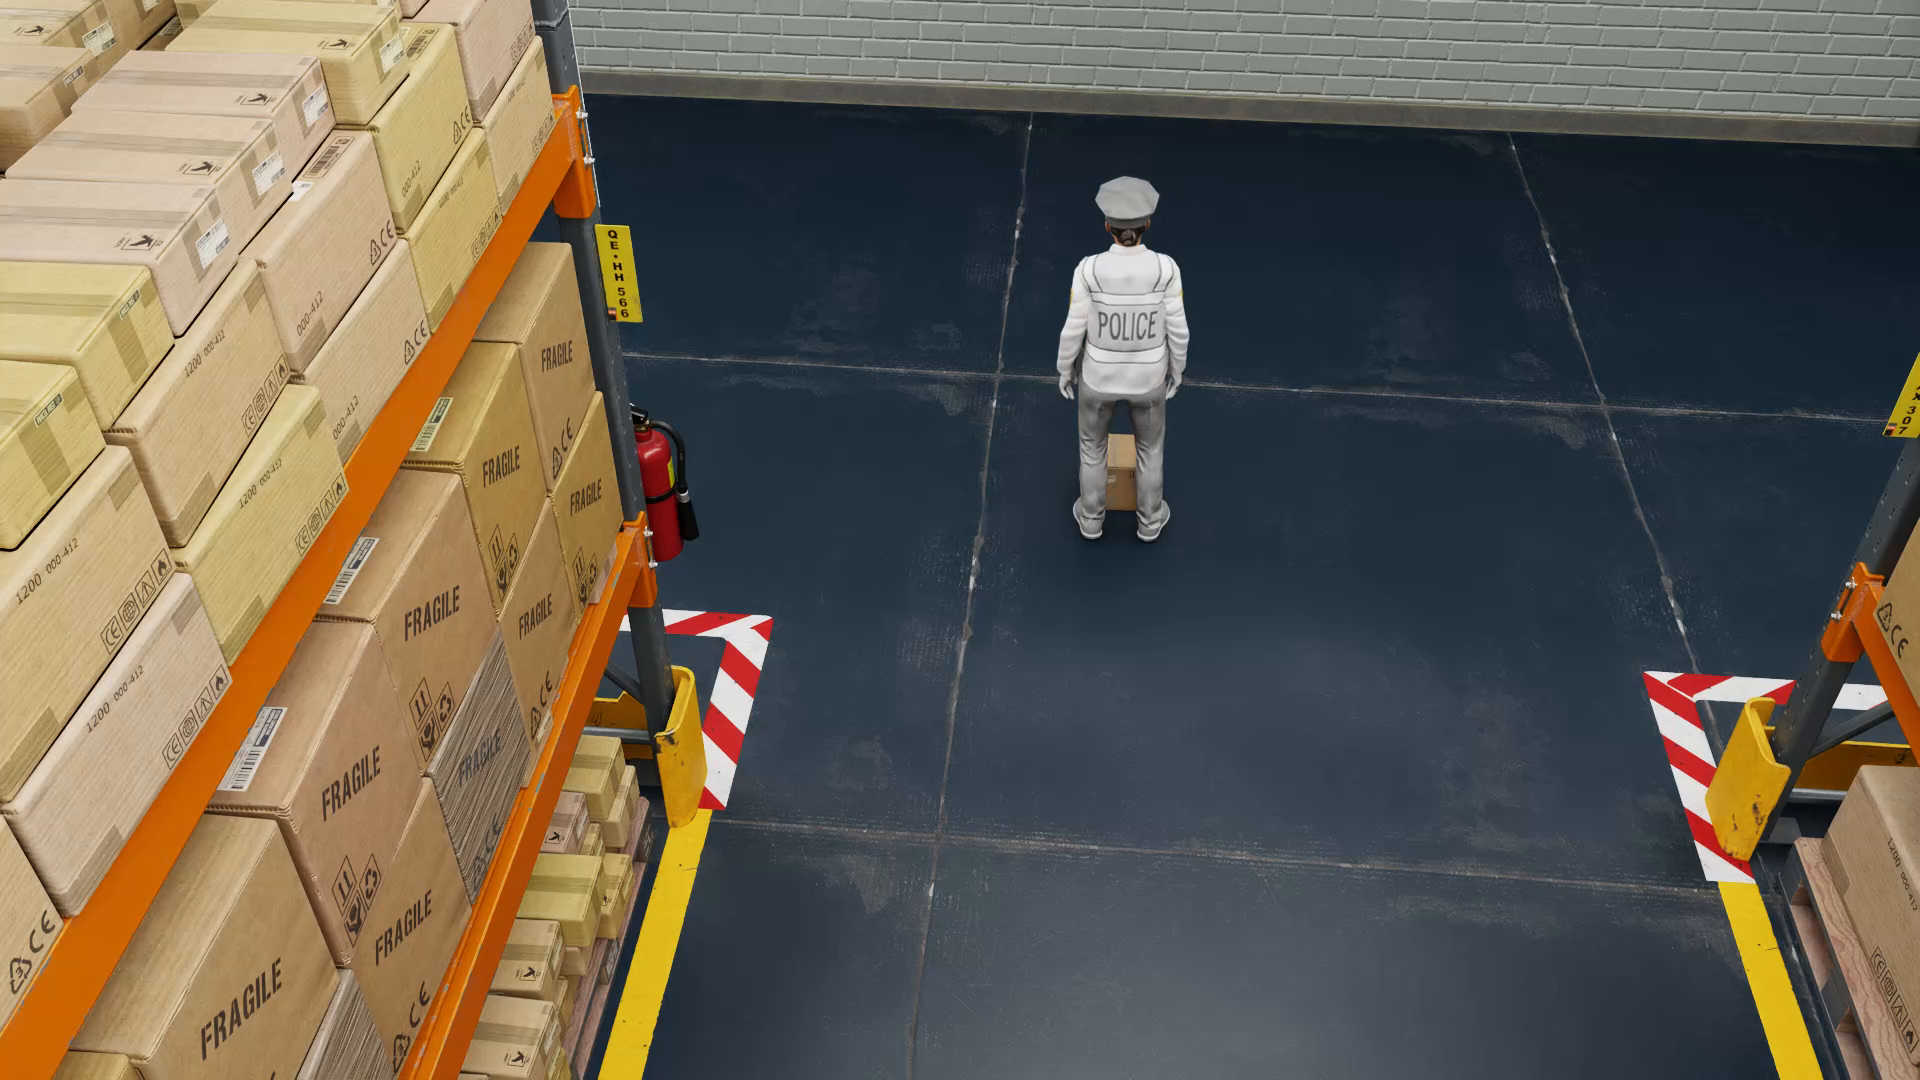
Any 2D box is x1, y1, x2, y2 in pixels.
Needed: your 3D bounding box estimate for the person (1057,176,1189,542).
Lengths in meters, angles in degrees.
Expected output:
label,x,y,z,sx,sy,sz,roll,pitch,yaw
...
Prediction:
label,x,y,z,sx,sy,sz,roll,pitch,yaw
person,0.678,-0.696,6.972,0.547,1.666,0.372,1,40,1
